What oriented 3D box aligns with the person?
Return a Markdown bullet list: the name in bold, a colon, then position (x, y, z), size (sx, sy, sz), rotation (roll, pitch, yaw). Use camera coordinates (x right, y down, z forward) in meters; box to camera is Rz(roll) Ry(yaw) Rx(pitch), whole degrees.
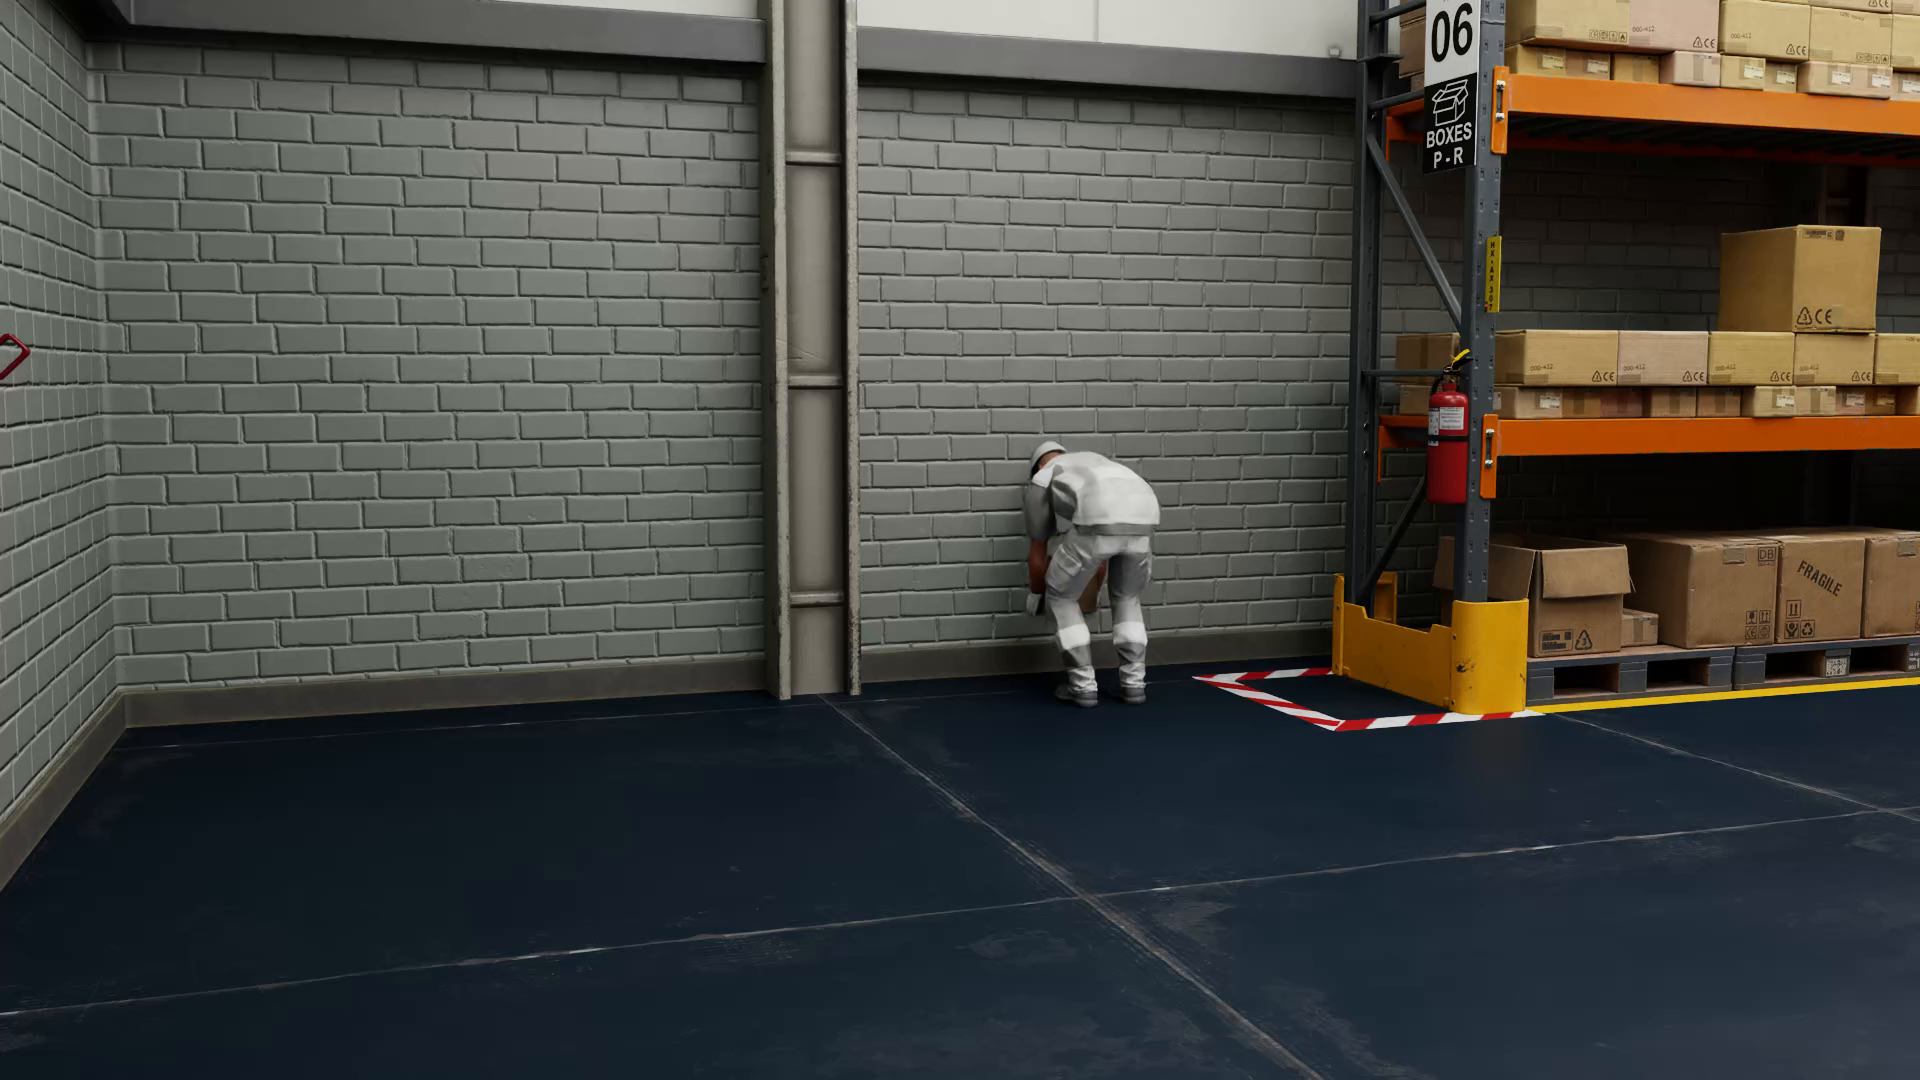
- **person**: position (0.591, 0.158, 7.798), size (0.517, 1.144, 0.903), rotation (-2, 6, -21)
